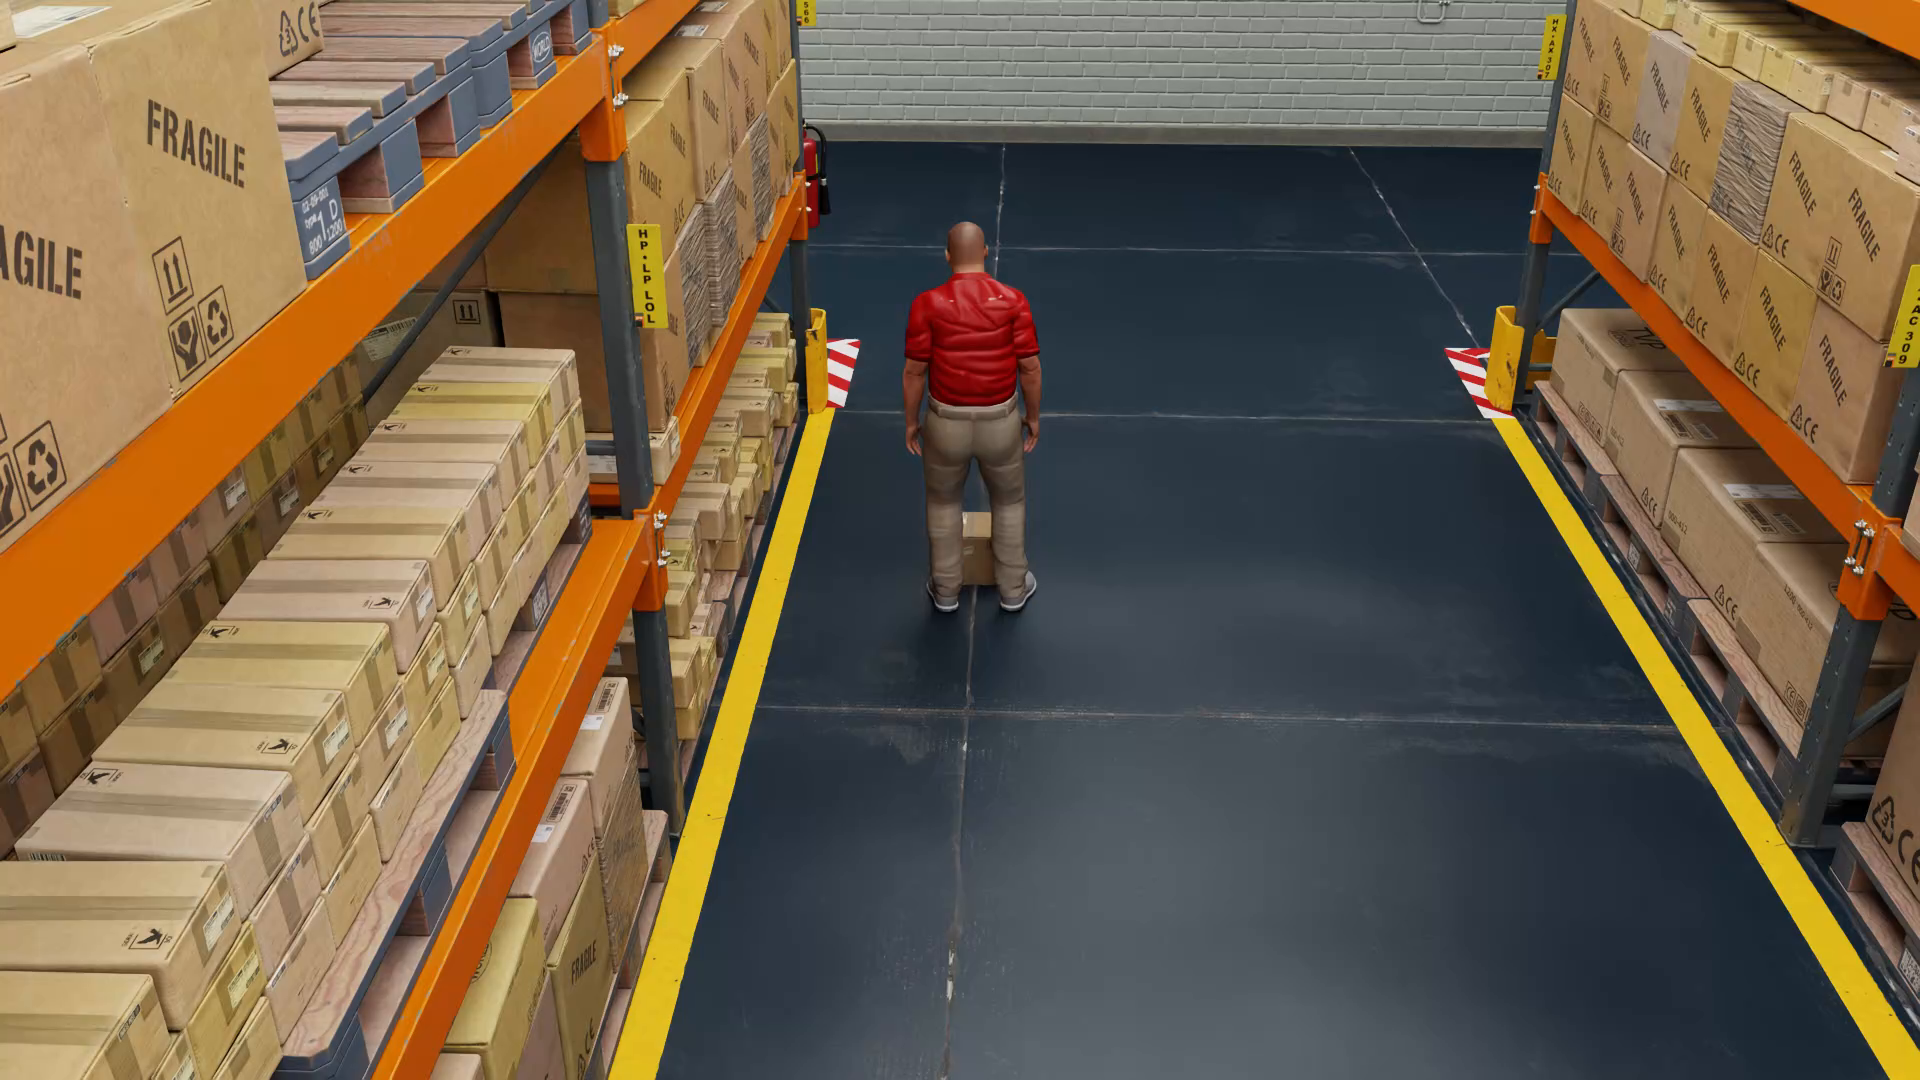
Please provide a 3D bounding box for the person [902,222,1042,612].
[{"bbox_3d":[0.054,-0.495,7.076,0.591,1.725,0.392,-1,28,-1],"label":"person"}]
